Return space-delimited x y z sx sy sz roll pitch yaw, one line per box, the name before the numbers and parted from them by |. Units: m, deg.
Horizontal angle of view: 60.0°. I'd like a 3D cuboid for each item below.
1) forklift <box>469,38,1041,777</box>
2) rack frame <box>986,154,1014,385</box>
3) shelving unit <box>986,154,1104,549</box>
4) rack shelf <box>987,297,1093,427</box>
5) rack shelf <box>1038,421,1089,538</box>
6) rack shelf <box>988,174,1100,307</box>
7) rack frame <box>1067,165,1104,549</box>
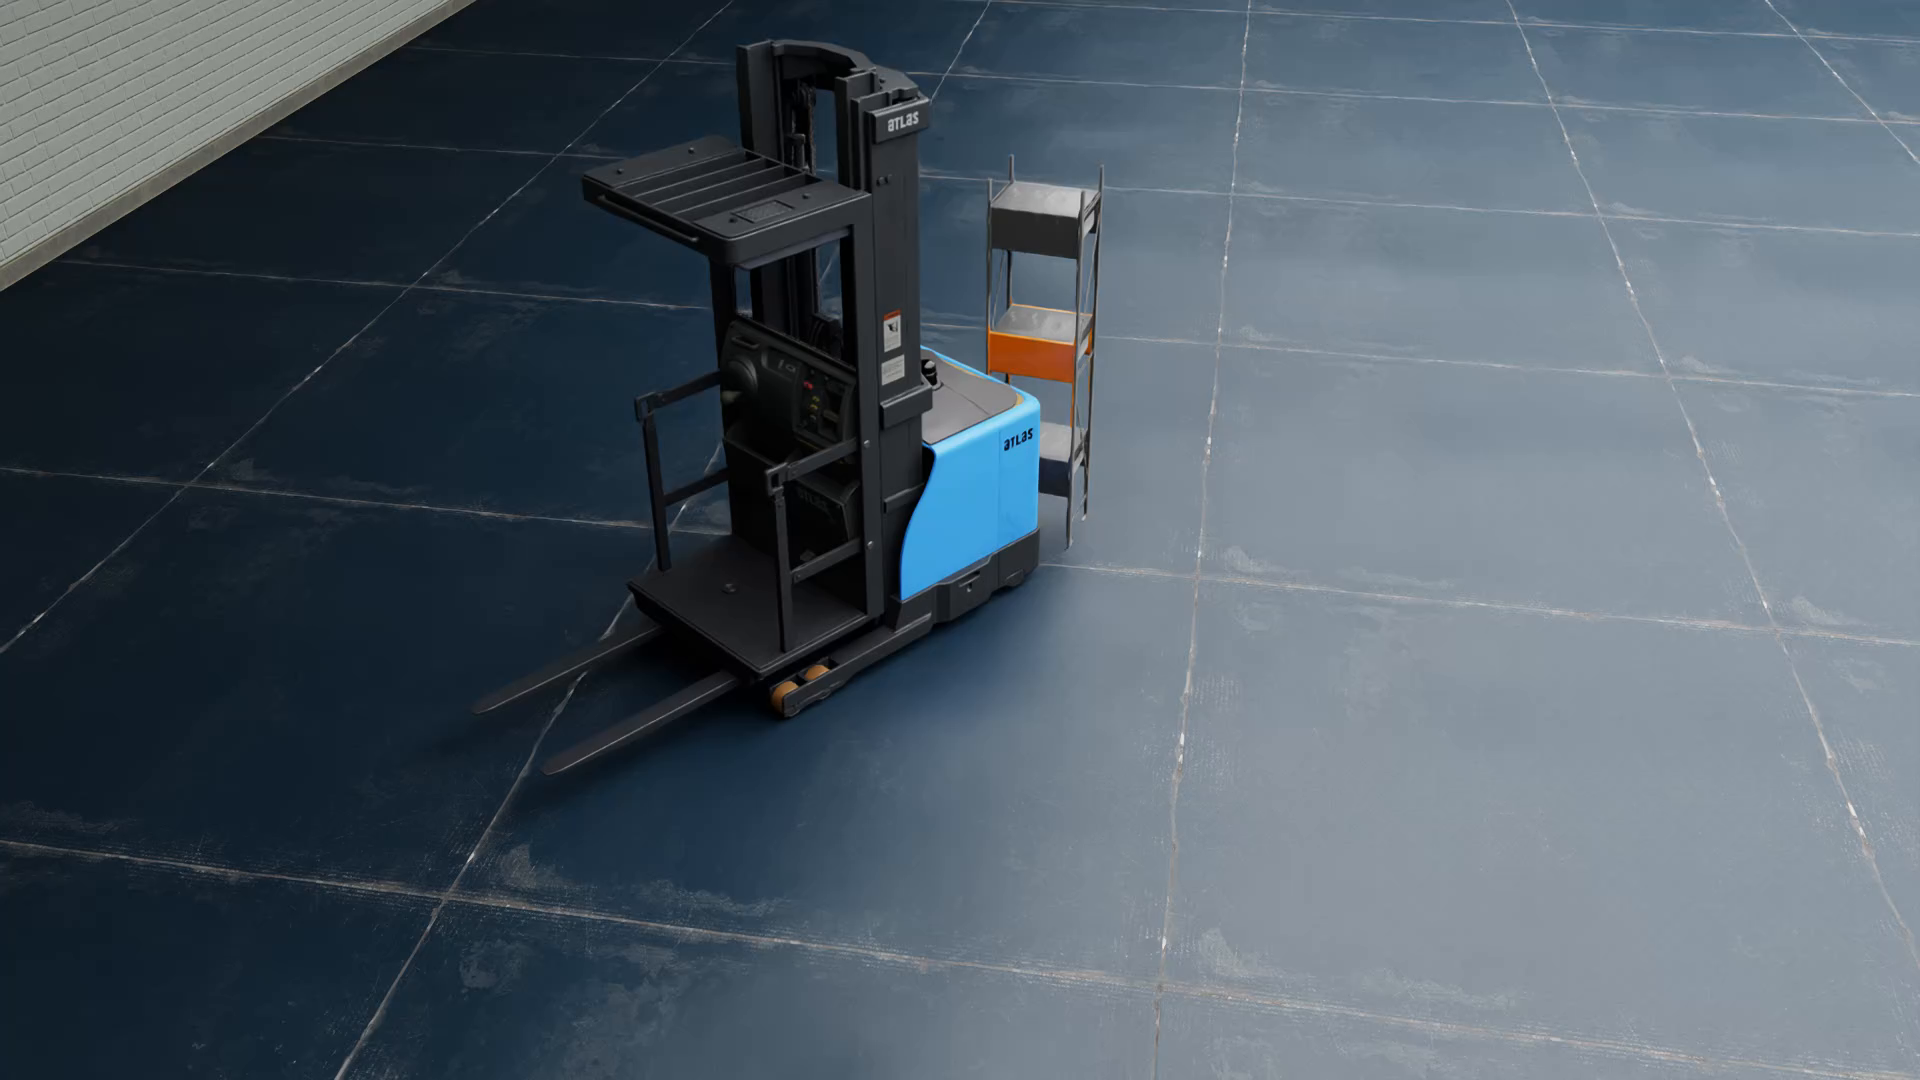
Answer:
forklift | -0.975 -0.699 7.777 3.031 2.935 1.130 -27 41 -36
rack frame | 0.209 -1.022 9.077 0.015 2.100 0.400 10 33 16
shelving unit | 0.439 -0.980 9.010 0.503 2.100 0.431 10 33 16
rack shelf | 0.439 -0.968 9.017 0.480 0.518 0.431 10 33 16
rack shelf | 0.439 -0.375 9.389 0.480 0.518 0.431 10 33 16
rack shelf | 0.439 -1.562 8.646 0.480 0.518 0.431 10 33 16
rack frame | 0.670 -0.938 8.943 0.015 2.100 0.400 10 33 16
